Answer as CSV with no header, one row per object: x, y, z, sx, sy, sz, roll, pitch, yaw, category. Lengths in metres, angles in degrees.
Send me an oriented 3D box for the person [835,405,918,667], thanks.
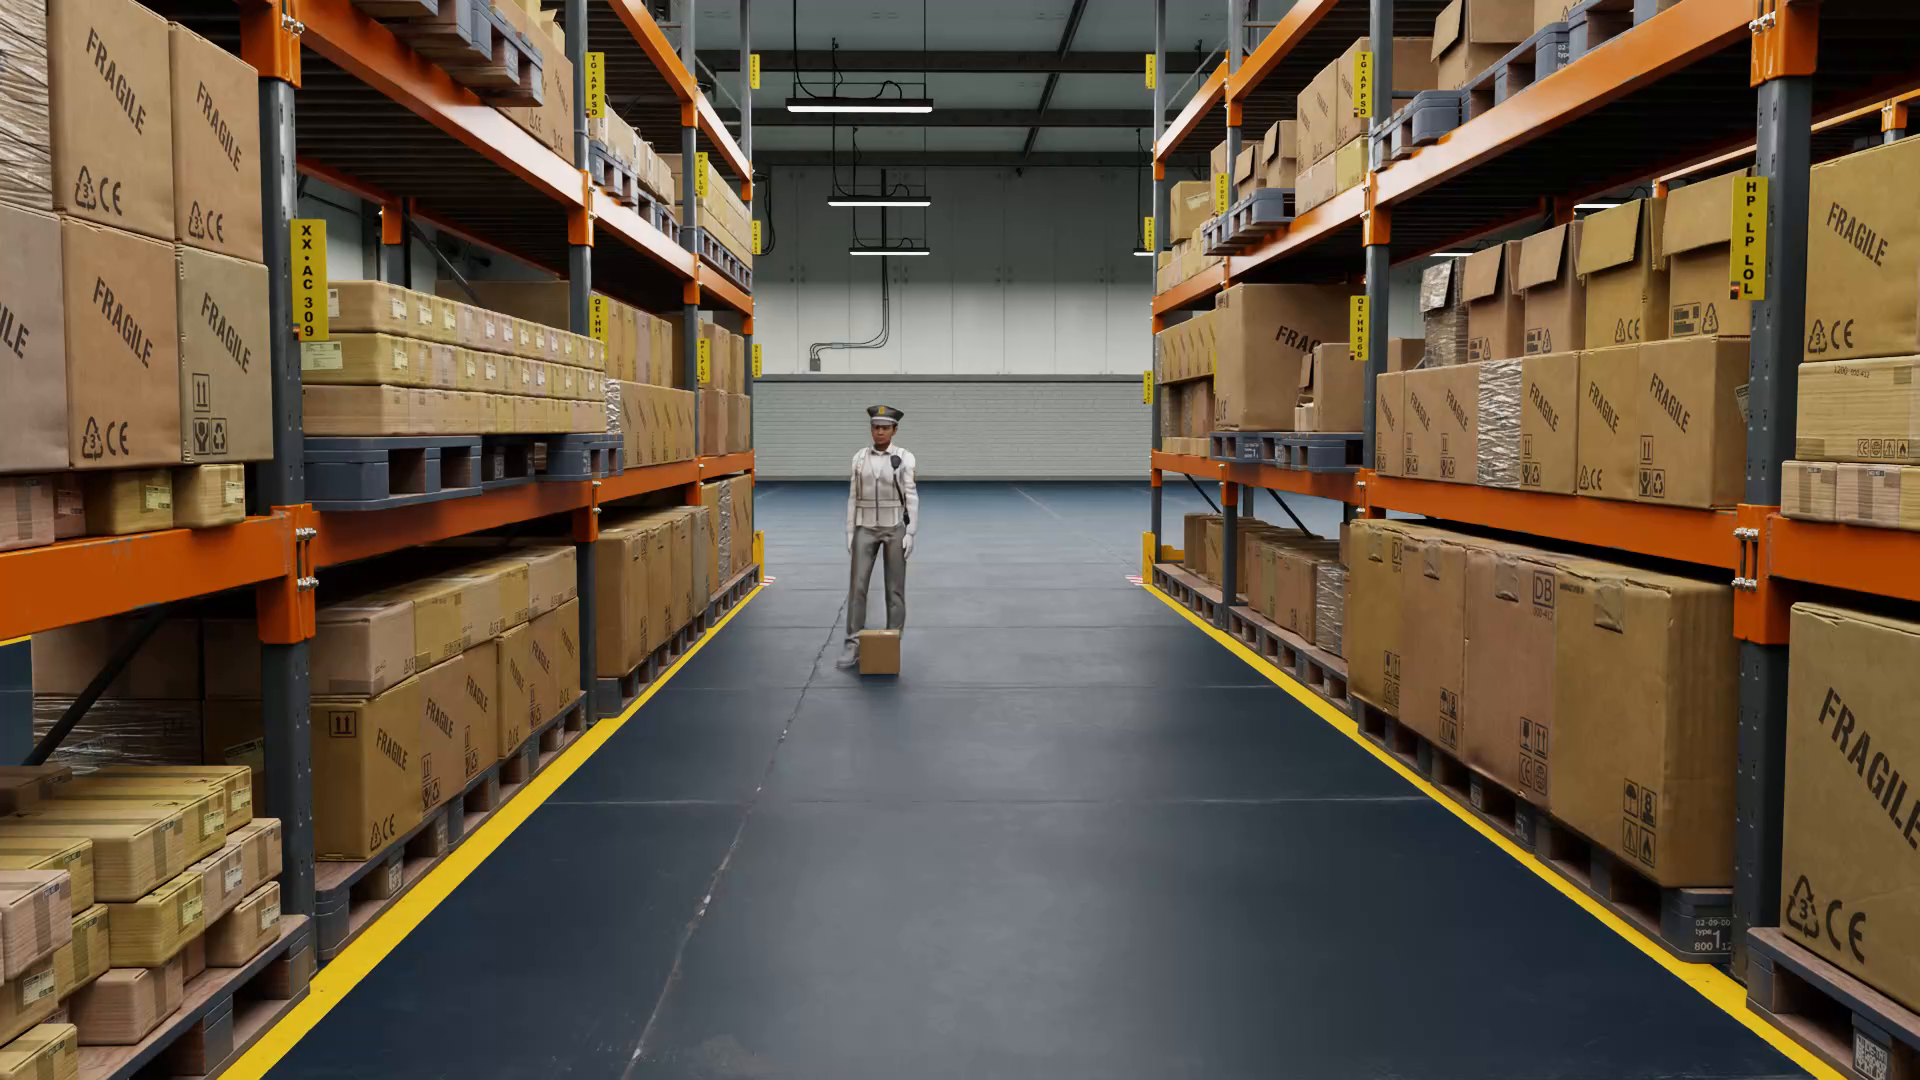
-0.536,-0.037,10.803,0.485,1.678,0.560,1,4,8,person
